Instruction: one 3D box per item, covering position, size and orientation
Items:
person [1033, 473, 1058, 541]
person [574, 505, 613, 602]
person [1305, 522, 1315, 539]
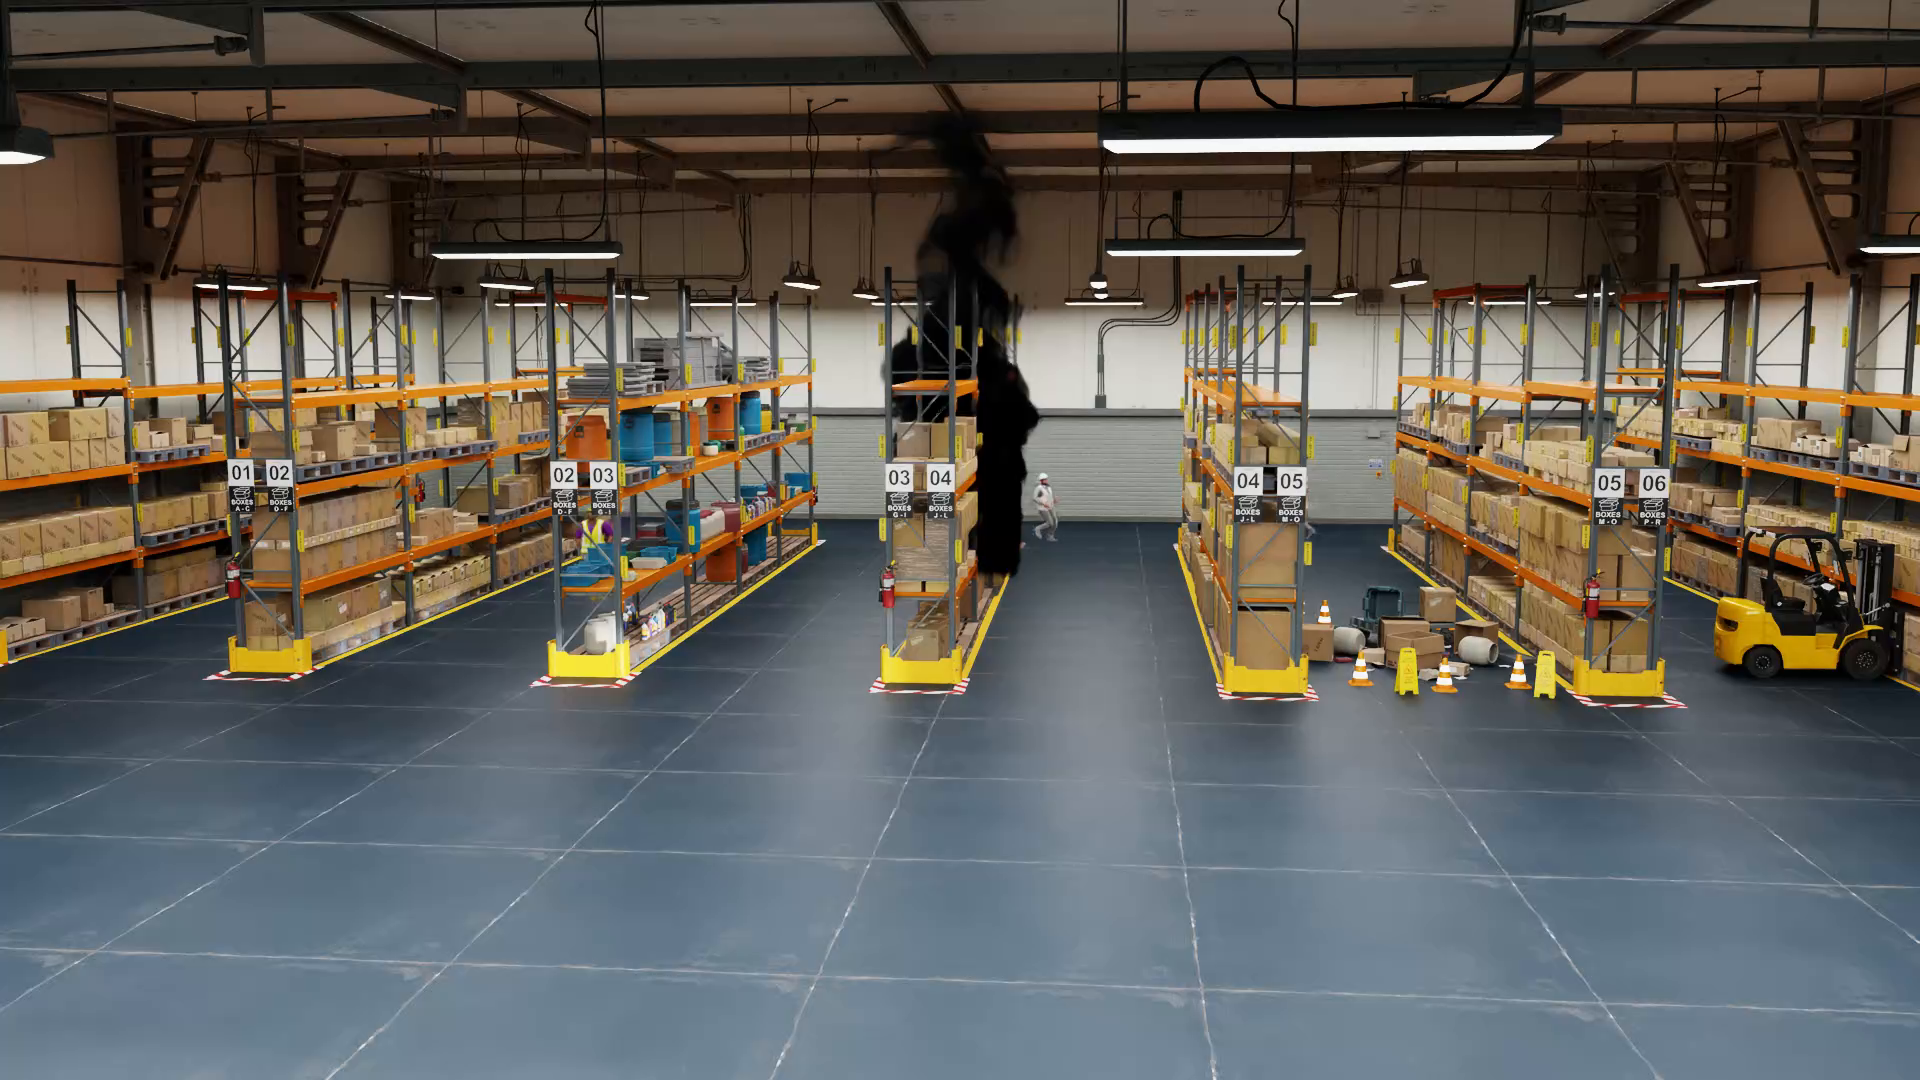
[{"bbox_3d":[2.087,-0.798,40.934,0.565,1.699,0.665,5,8,33],"label":"person"},{"bbox_3d":[-6.563,0.255,29.710,0.692,1.756,0.556,0,7,0],"label":"person"},{"bbox_3d":[8.183,-0.747,40.617,1.048,1.725,0.714,0,7,-3],"label":"person"}]
